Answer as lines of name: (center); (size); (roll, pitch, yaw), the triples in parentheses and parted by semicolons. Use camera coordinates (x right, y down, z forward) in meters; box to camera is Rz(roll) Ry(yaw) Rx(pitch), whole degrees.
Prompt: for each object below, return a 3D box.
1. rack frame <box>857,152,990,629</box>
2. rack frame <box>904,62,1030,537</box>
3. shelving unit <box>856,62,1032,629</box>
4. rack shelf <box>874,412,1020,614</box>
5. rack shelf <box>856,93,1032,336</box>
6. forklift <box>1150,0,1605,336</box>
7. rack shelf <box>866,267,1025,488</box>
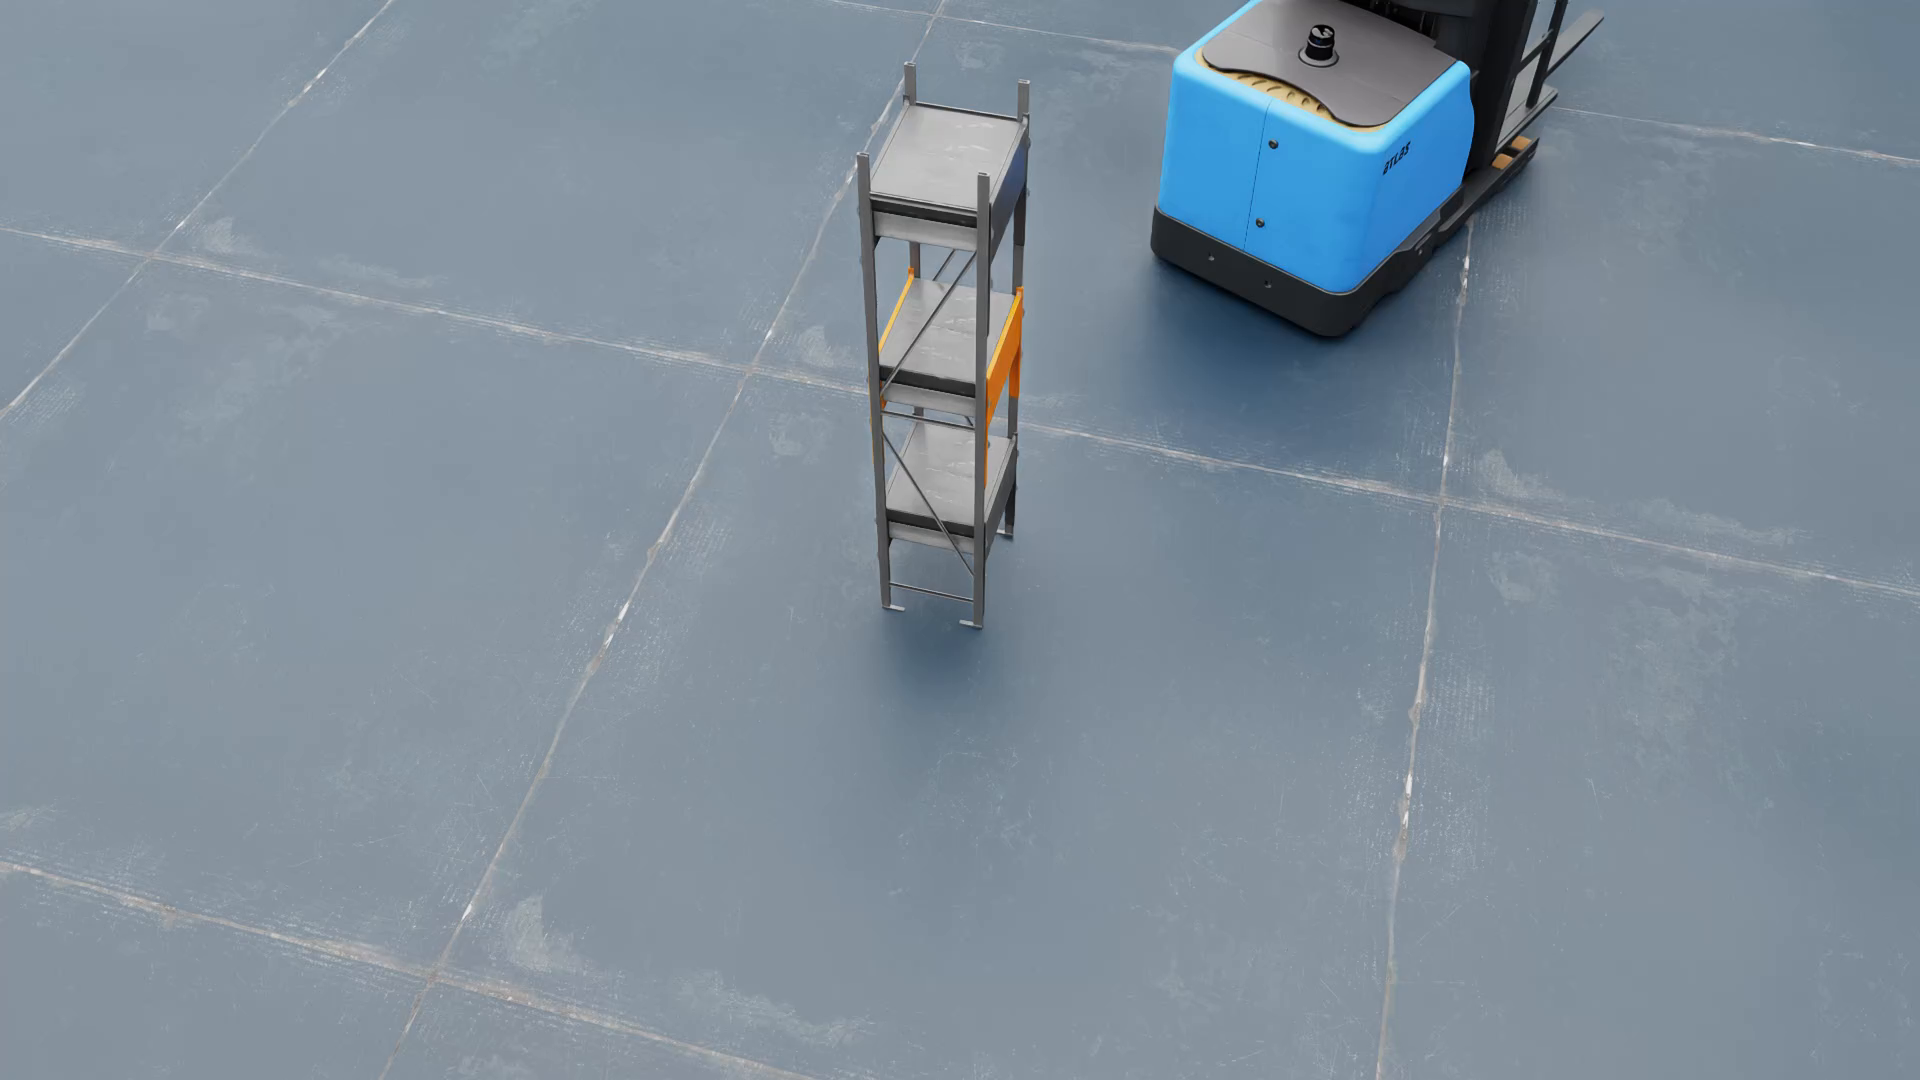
rack frame: (-0.108, -0.399, 5.620); (0.400, 2.100, 0.015); (12, 50, 10)
rack frame: (0.021, -0.752, 5.932); (0.400, 2.100, 0.015); (12, 50, 10)
shelving unit: (-0.044, -0.575, 5.776); (0.431, 2.100, 0.503); (12, 50, 10)
rack shelf: (-0.044, -0.103, 6.311); (0.431, 0.518, 0.480); (12, 50, 10)
rack shelf: (-0.044, -1.029, 5.261); (0.431, 0.518, 0.480); (12, 50, 10)
forklift: (2.215, -2.917, 7.289); (1.130, 2.935, 3.031); (32, 56, 25)
rack shelf: (-0.044, -0.566, 5.786); (0.431, 0.518, 0.480); (12, 50, 10)
